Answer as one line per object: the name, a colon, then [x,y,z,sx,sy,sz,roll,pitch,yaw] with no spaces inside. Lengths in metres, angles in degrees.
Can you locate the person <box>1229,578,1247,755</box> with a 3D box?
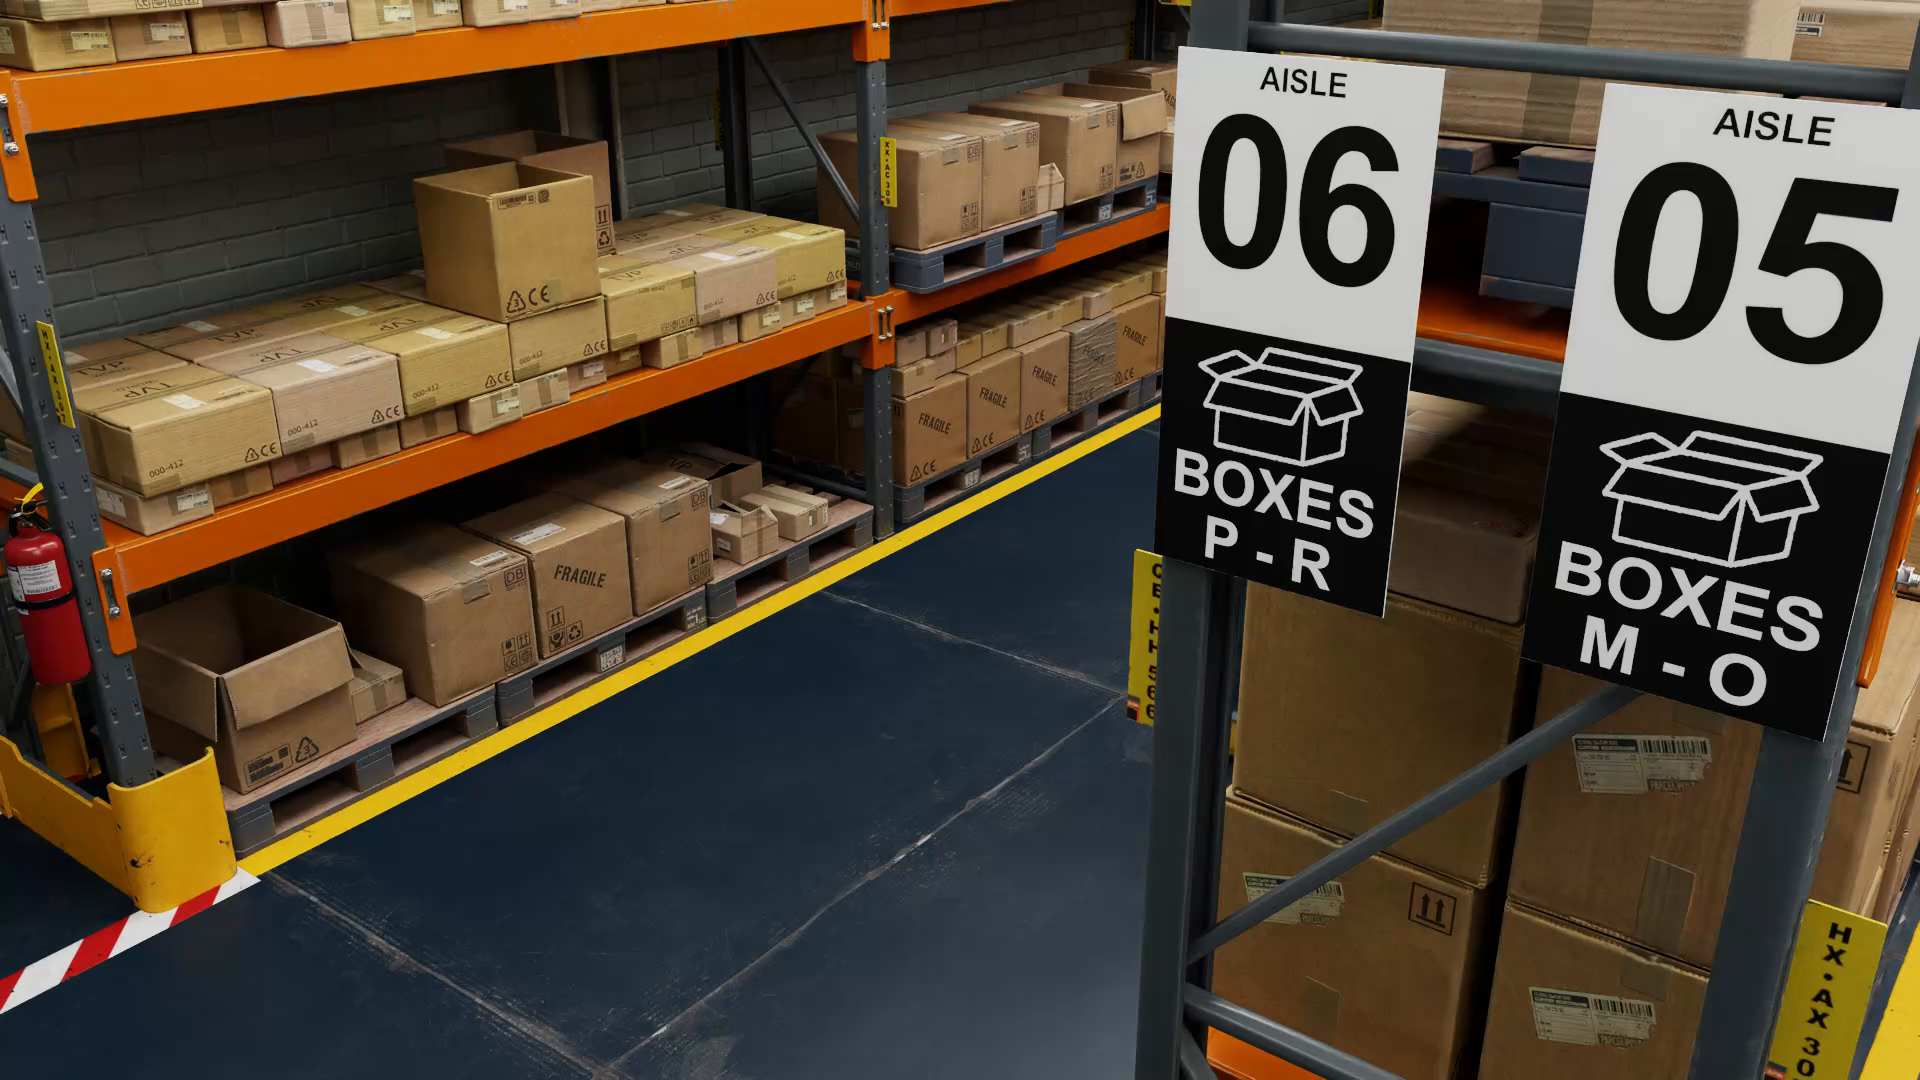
person: [1.129,0.031,6.470,0.617,1.756,0.518,5,24,12]
